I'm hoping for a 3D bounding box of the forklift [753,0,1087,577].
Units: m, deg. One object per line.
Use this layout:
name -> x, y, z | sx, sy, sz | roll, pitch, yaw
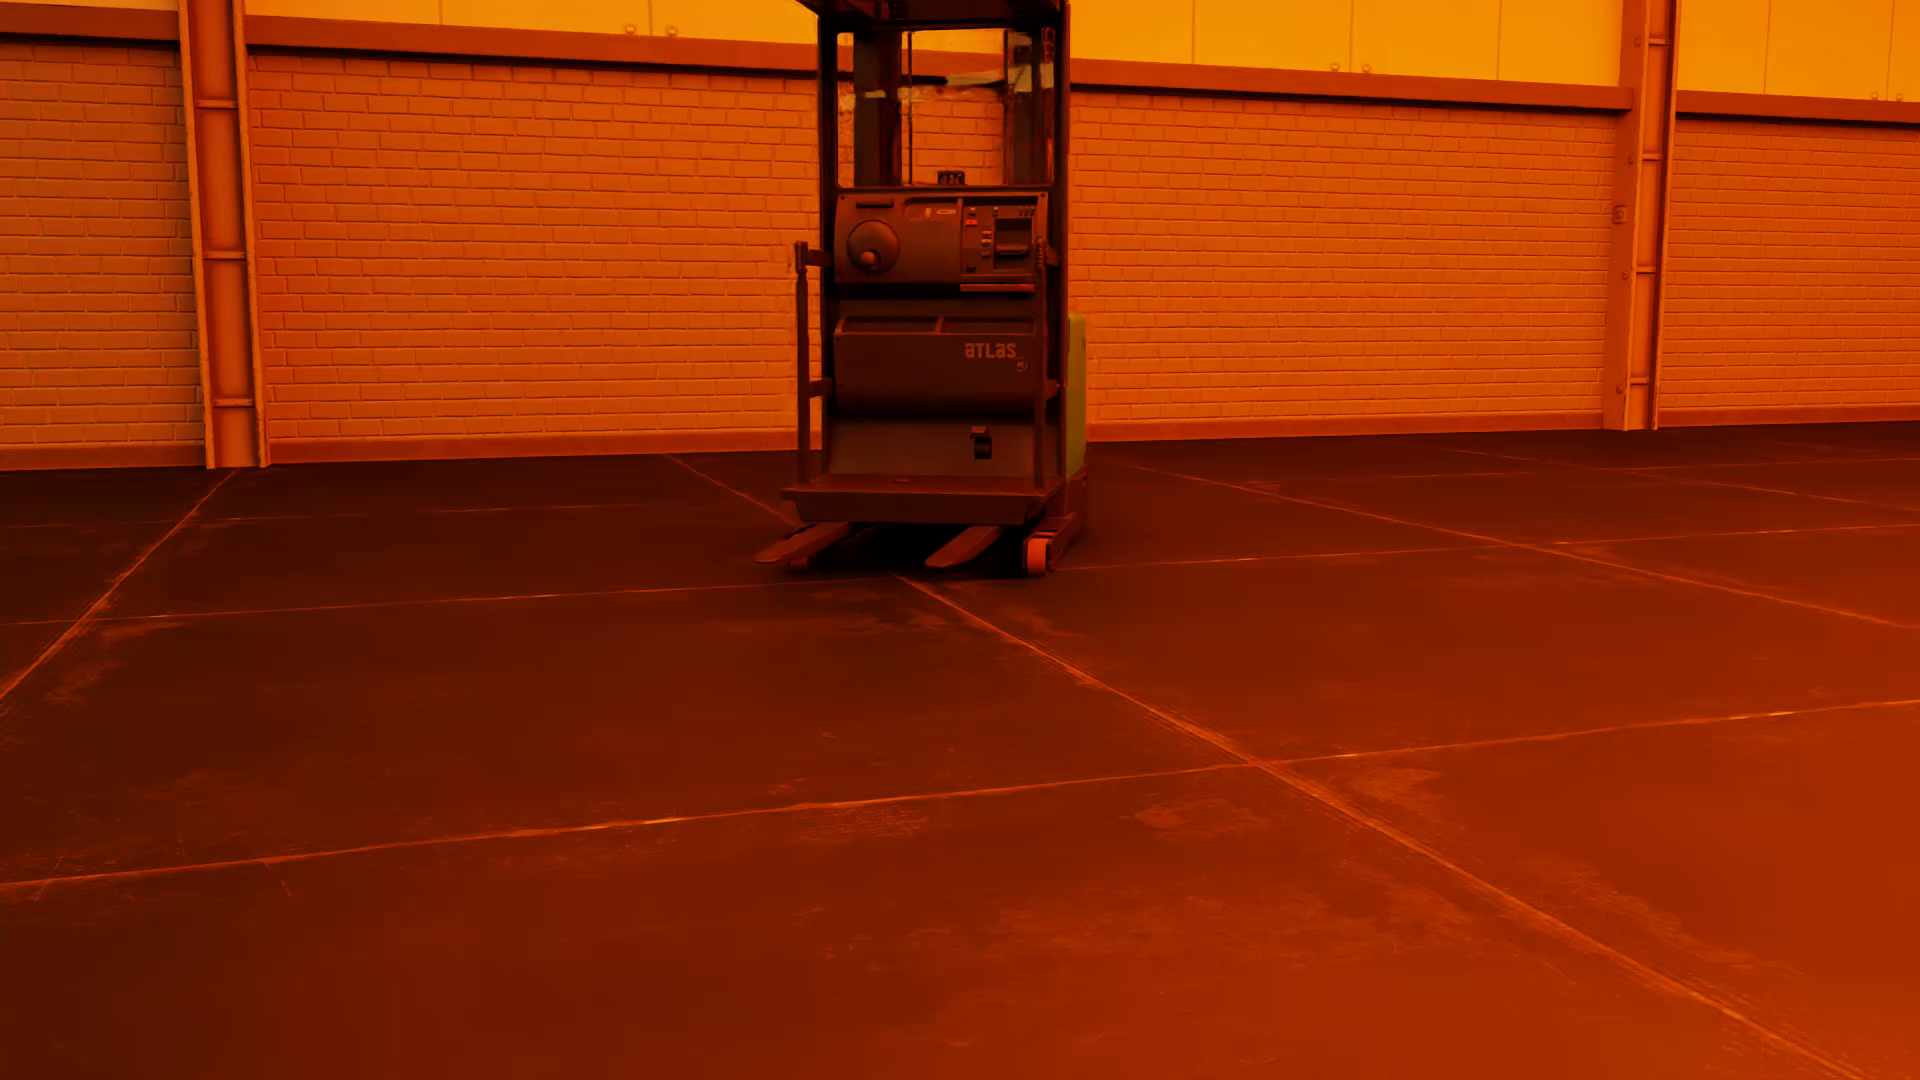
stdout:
forklift -> -0.118, -1.351, 6.983 | 1.130, 2.935, 3.031 | 1, 8, 10
